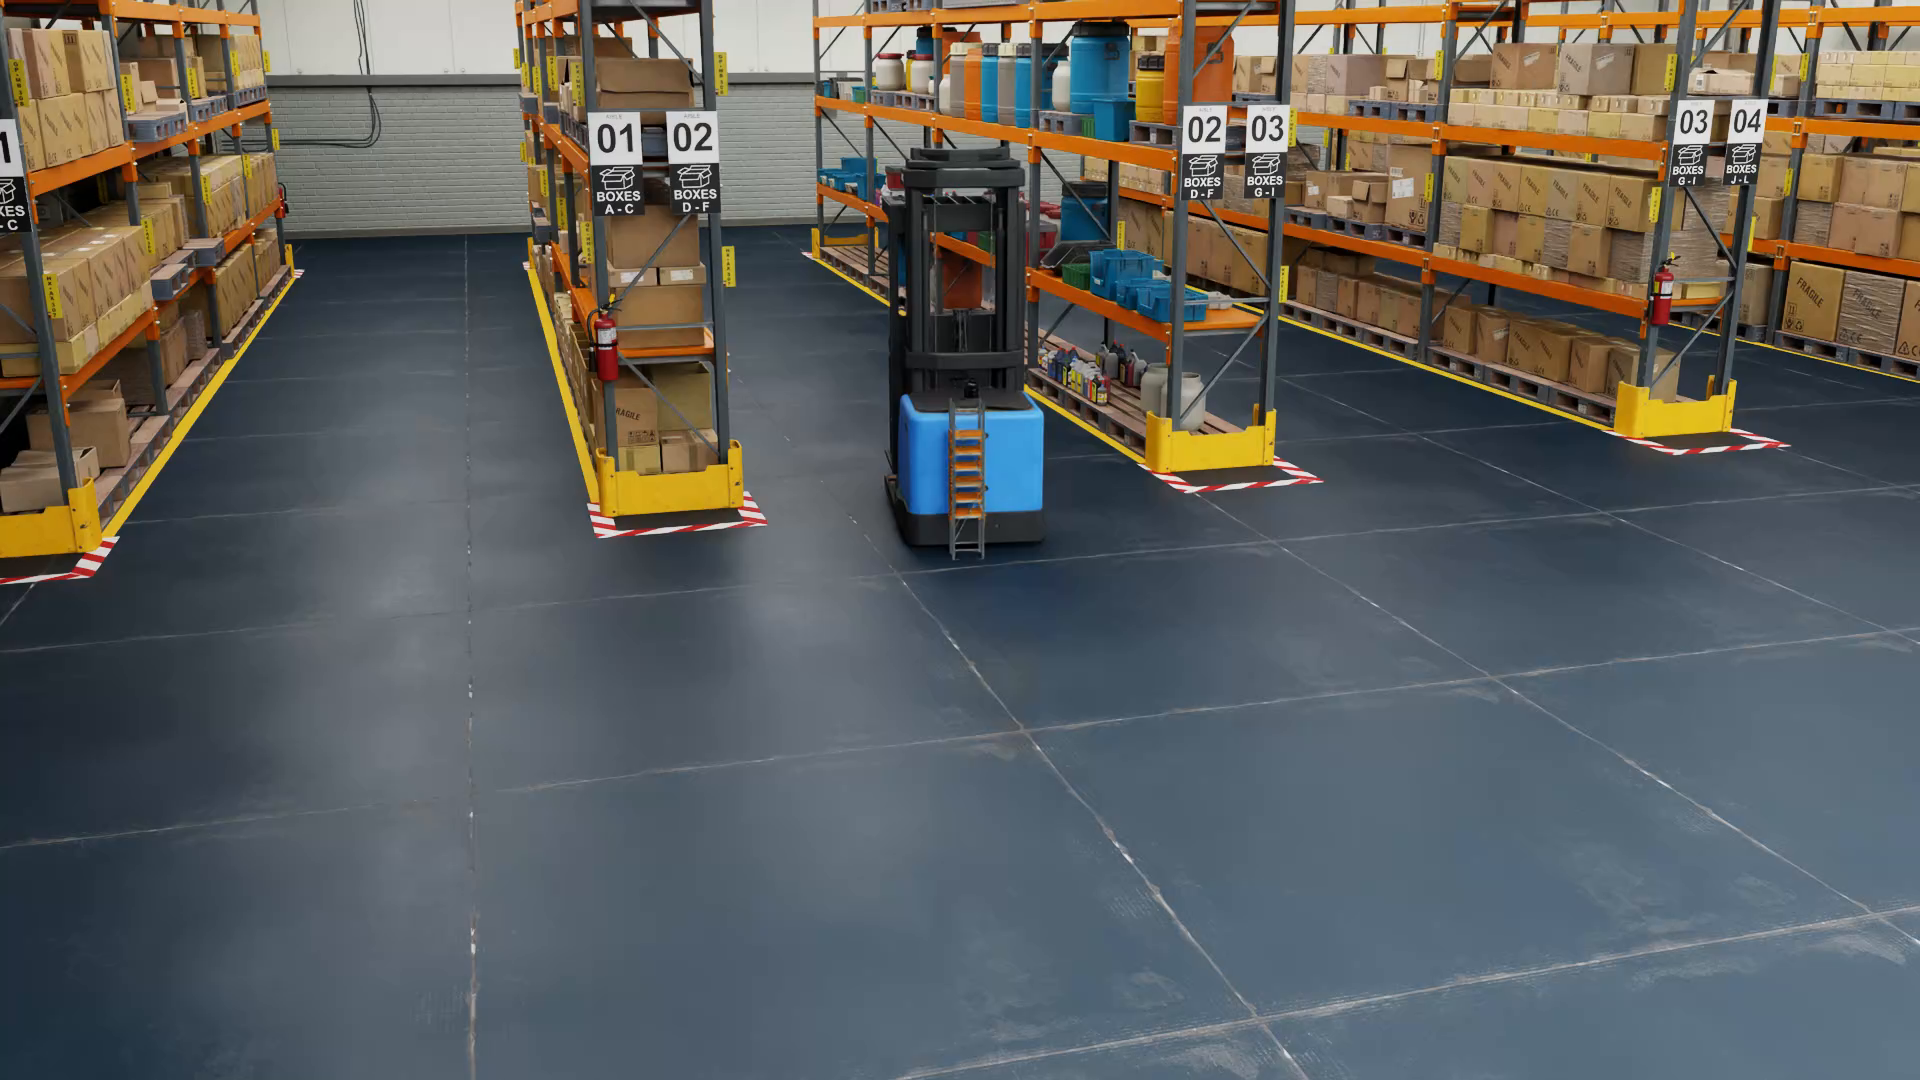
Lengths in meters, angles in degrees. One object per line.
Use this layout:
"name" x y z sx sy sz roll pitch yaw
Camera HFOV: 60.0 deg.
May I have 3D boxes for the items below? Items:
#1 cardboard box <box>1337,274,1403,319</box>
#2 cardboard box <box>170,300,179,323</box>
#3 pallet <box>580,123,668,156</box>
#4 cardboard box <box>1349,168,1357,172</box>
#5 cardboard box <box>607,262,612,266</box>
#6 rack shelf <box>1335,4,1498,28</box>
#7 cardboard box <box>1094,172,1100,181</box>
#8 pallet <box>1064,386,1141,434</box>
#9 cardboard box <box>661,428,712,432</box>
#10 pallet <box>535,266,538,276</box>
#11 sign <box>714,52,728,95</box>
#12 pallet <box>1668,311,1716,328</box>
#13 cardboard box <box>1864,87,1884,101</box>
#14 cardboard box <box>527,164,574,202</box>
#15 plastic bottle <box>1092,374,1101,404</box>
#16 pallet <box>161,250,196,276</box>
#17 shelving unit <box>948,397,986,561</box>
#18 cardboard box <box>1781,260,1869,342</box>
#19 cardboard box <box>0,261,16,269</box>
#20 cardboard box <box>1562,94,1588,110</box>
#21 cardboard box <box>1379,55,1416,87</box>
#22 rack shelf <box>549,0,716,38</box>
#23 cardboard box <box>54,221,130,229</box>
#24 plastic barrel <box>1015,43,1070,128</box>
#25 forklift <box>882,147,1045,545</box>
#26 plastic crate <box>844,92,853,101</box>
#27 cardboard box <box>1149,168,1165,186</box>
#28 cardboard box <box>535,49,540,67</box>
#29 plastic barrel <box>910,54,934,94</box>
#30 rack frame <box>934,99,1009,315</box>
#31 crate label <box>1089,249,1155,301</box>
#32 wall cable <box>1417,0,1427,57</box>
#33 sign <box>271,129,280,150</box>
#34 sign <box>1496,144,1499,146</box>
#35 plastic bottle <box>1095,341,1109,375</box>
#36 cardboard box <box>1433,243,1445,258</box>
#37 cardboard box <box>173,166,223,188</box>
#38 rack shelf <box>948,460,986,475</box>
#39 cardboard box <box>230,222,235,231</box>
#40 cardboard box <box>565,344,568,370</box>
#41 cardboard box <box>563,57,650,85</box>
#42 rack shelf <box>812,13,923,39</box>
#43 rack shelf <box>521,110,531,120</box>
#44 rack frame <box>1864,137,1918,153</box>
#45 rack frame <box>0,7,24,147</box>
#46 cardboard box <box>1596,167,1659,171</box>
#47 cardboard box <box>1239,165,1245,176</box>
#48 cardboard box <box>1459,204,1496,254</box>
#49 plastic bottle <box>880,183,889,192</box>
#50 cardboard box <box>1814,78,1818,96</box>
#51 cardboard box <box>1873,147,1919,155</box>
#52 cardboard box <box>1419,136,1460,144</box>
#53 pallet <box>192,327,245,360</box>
"cardboard box" 5.448 -3.238 22.097 0.700 0.500 0.500 -3 17 -11
"cardboard box" -9.026 -2.557 18.526 0.500 0.250 0.500 -4 17 -14
"pallet" -2.580 -3.313 13.708 1.003 0.211 1.213 -5 17 -15
"cardboard box" 7.421 -6.912 31.185 0.380 0.149 0.250 -5 17 -17
"cardboard box" -2.772 -2.243 13.904 0.380 0.149 0.250 -4 17 -14
"rack shelf" 8.065 -9.267 29.418 1.077 0.370 4.000 -5 17 -15
"cardboard box" 2.641 -6.543 29.957 0.380 0.149 0.250 -5 17 -17
"pallet" 1.737 -1.356 17.099 1.003 0.211 1.213 -5 17 -15
"cardboard box" -2.485 -0.910 14.816 0.500 0.250 0.500 -5 17 -15
"pallet" -6.567 -4.570 27.800 1.003 0.211 1.213 -5 17 -15
"sign" -1.875 -3.657 13.041 0.100 0.325 0.005 -5 17 -15
"pallet" 10.190 -3.184 23.186 1.003 0.211 1.213 -5 17 -15
"cardboard box" 10.795 -5.202 19.375 0.380 0.149 0.250 -5 17 -16
"cardboard box" -5.793 -5.141 23.949 0.700 0.500 0.500 -12 20 -34
"plastic bottle" 1.377 -1.526 16.776 0.061 0.283 0.133 -4 17 -14
"pallet" -8.787 -2.906 17.744 1.003 0.211 1.213 -5 17 -15
"shelving unit" 0.051 -0.448 12.357 0.258 1.200 0.189 -2 17 -7
"cardboard box" 10.919 -2.978 20.616 0.875 0.875 0.875 -4 17 -14
"cardboard box" -7.635 -1.879 12.917 0.500 0.500 0.500 -4 17 -15
"cardboard box" 6.389 -4.472 16.979 0.380 0.149 0.250 -6 18 -18
"cardboard box" 5.561 -6.049 21.619 0.500 0.500 0.500 -4 17 -14
"rack shelf" -2.960 -4.612 14.609 1.077 0.370 4.000 -5 17 -15
"cardboard box" -8.379 -2.837 16.245 0.700 0.500 0.500 -5 17 -15
"plastic barrel" 0.906 -5.019 18.360 0.600 0.901 0.708 -5 17 -15
"forklift" -0.052 -1.741 13.654 1.130 2.935 3.031 -2 17 -7
"plastic crate" -1.660 -7.063 26.497 0.293 0.136 0.466 -5 17 -15
"cardboard box" 3.444 -5.995 27.440 0.500 0.250 0.500 -5 17 -16
"cardboard box" -5.641 -6.629 23.515 0.600 0.600 0.600 -6 18 -20
"plastic barrel" -0.477 -6.506 23.218 0.433 0.535 0.433 0 17 0
"rack frame" 0.155 -4.325 22.136 1.000 3.000 0.127 -5 17 -15
"crate label" 1.587 -2.617 16.388 0.502 0.435 0.616 -5 17 -15
"wall cable" 10.413 -12.137 37.716 0.463 3.000 0.029 -5 17 -15
"sign" -11.044 -6.462 26.825 0.100 0.325 0.005 -5 17 -15
"sign" 9.147 -6.787 28.318 0.100 0.325 0.005 -5 17 -15
"plastic bottle" 1.570 -1.994 18.215 0.144 0.351 0.185 -5 17 -15
"cardboard box" 5.786 -3.407 19.515 0.380 0.149 0.250 -5 17 -15
"cardboard box" -9.537 -4.533 20.801 0.500 0.250 0.500 -5 17 -15
"rack shelf" 0.051 -0.520 12.335 0.258 0.103 0.180 -2 17 -7
"cardboard box" -9.853 -4.182 22.062 0.380 0.149 0.250 -5 17 -15
"cardboard box" -4.181 -2.086 18.730 0.500 0.250 0.500 -4 17 -14
"cardboard box" -3.178 -4.117 15.076 0.797 0.503 0.637 -3 17 -9
"rack shelf" -1.494 -8.322 26.959 1.077 0.370 4.000 -5 17 -15
"rack shelf" -6.258 -6.686 26.033 1.077 0.370 4.000 -5 17 -15
"rack frame" 14.445 -5.500 26.048 1.000 3.000 0.127 -5 17 -15
"rack frame" -7.172 -4.202 11.299 1.000 3.000 0.127 -5 17 -15
"cardboard box" 6.957 -3.624 17.373 0.500 0.500 0.500 -5 17 -15
"cardboard box" 4.555 -5.629 24.559 0.797 0.503 0.637 -4 17 -14
"cardboard box" 6.184 -3.530 18.799 0.875 0.500 0.500 -5 17 -15
"plastic bottle" -1.148 -5.274 25.380 0.144 0.351 0.185 -5 17 -15
"cardboard box" 10.887 -5.782 21.103 0.258 0.266 0.396 -5 17 -16
"cardboard box" 14.347 -5.749 25.455 0.500 0.500 0.500 -5 17 -17
"cardboard box" 8.225 -6.965 28.496 0.500 0.500 0.500 -5 18 -17
"pallet" -9.515 -2.430 20.676 1.003 0.211 1.213 -5 17 -15
